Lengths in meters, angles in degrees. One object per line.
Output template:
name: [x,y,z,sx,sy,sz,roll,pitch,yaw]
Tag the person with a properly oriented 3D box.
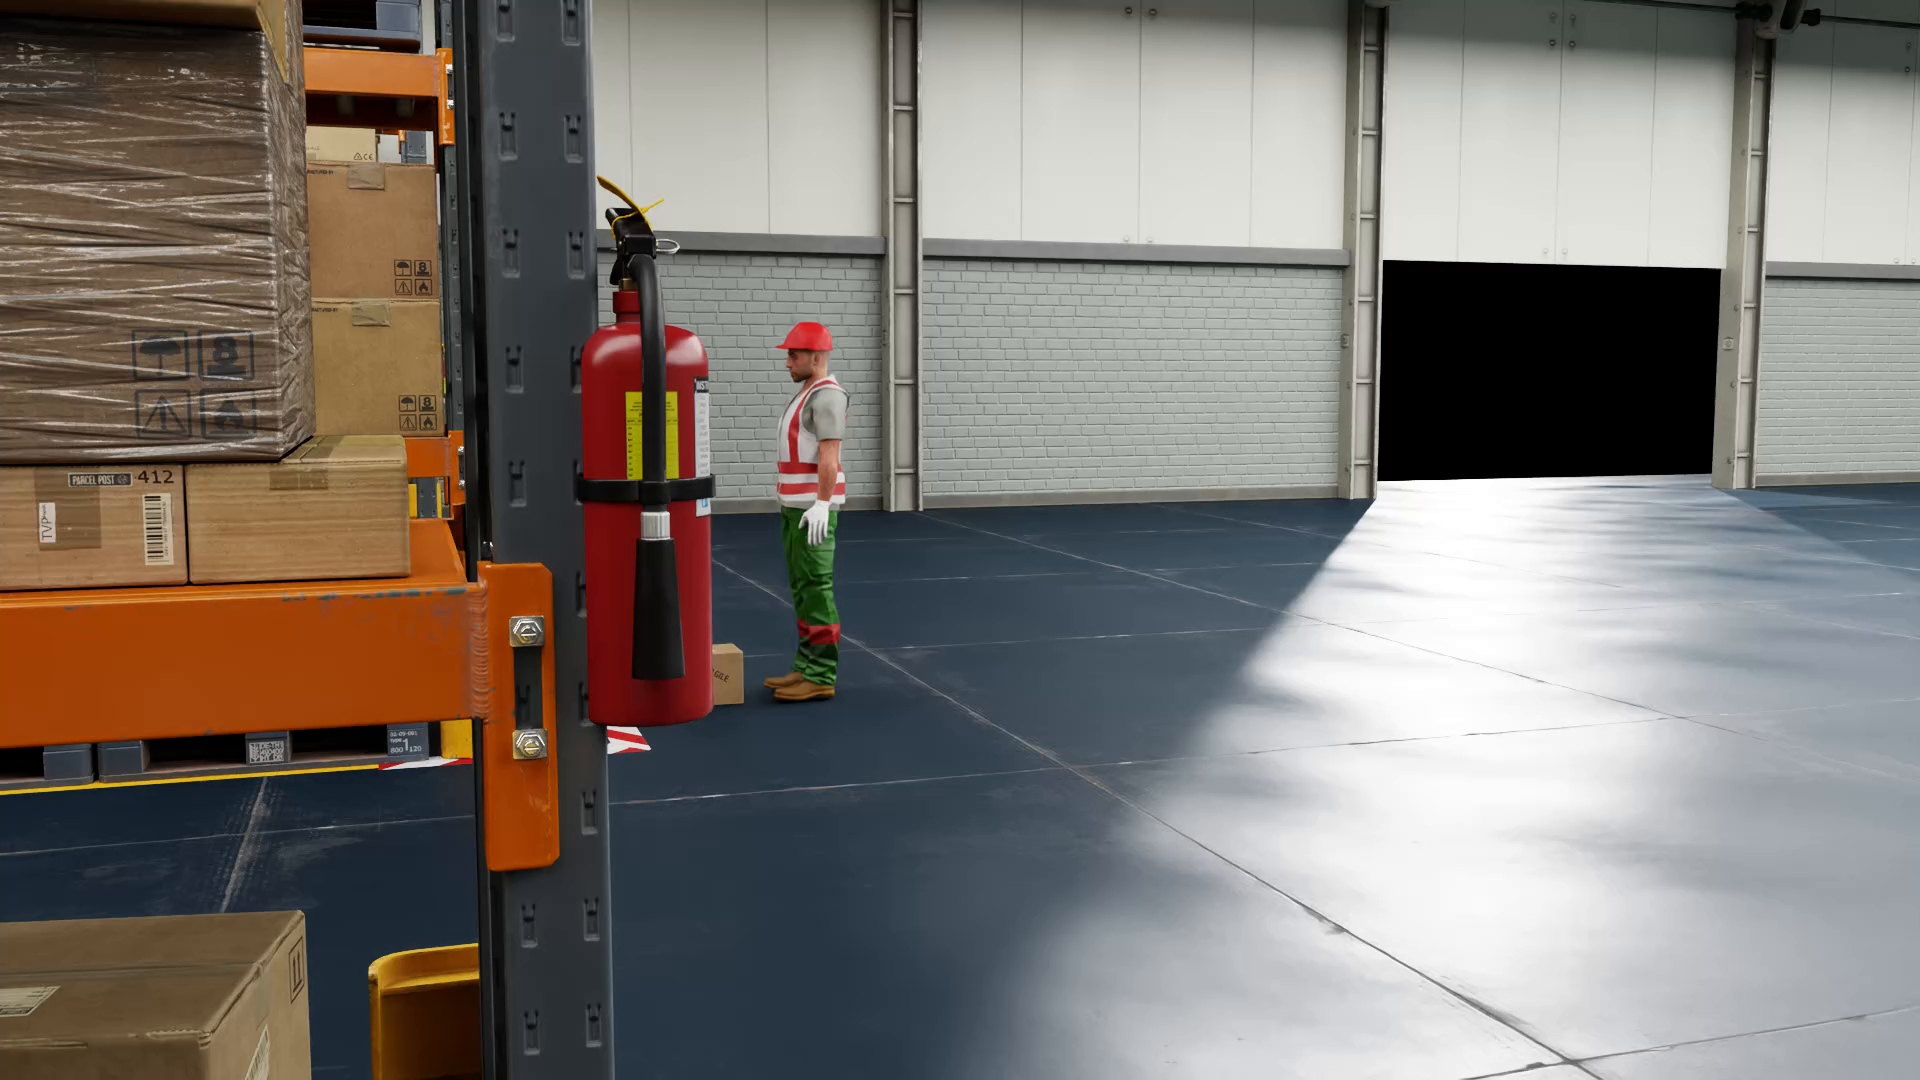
person: [-0.742,-0.146,8.001,0.386,1.792,0.544,-2,6,-18]
